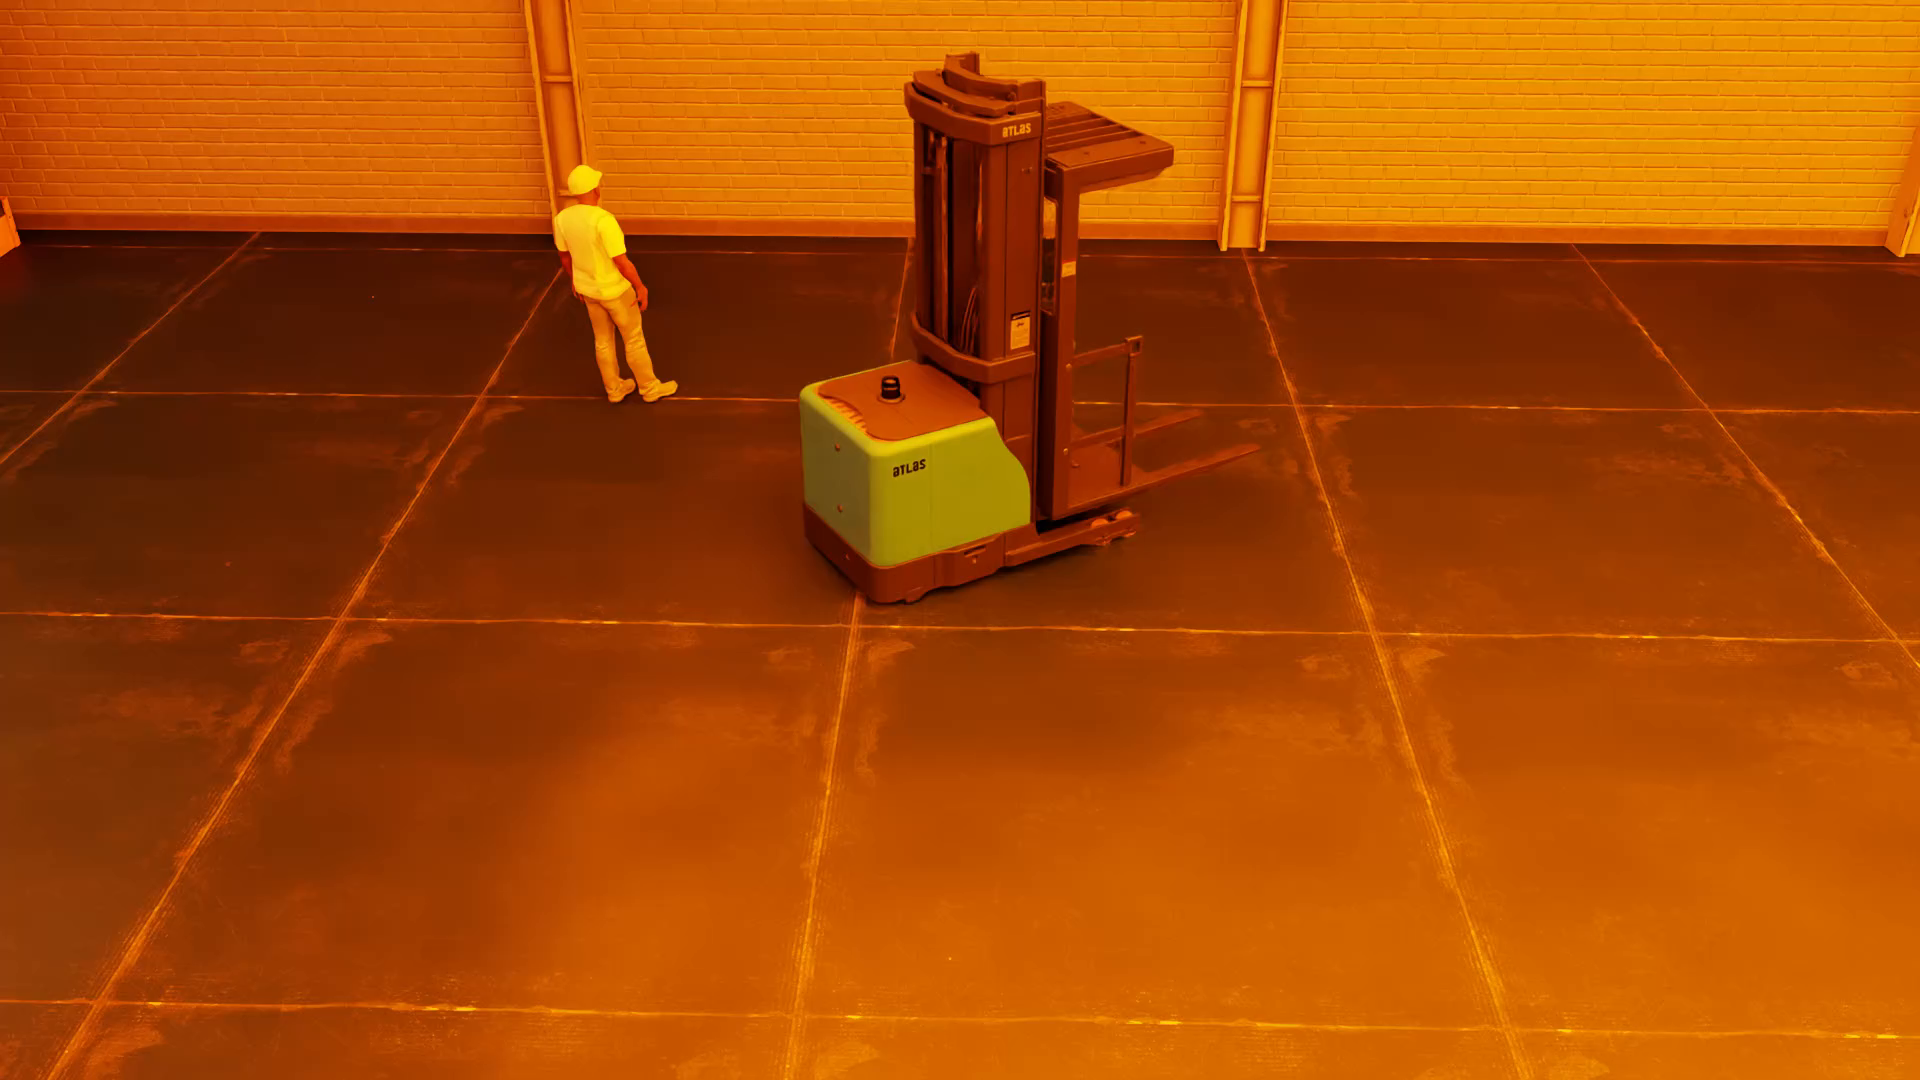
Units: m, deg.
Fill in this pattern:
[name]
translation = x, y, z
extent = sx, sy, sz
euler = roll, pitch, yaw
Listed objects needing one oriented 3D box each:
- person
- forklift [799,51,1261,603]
[person]
translation = -2.480, -1.830, 11.852
extent = 0.671, 1.767, 0.578
euler = 16, 34, 25
[forklift]
translation = 0.547, -1.438, 10.053
extent = 3.031, 2.935, 1.130
euler = -17, 35, -27
